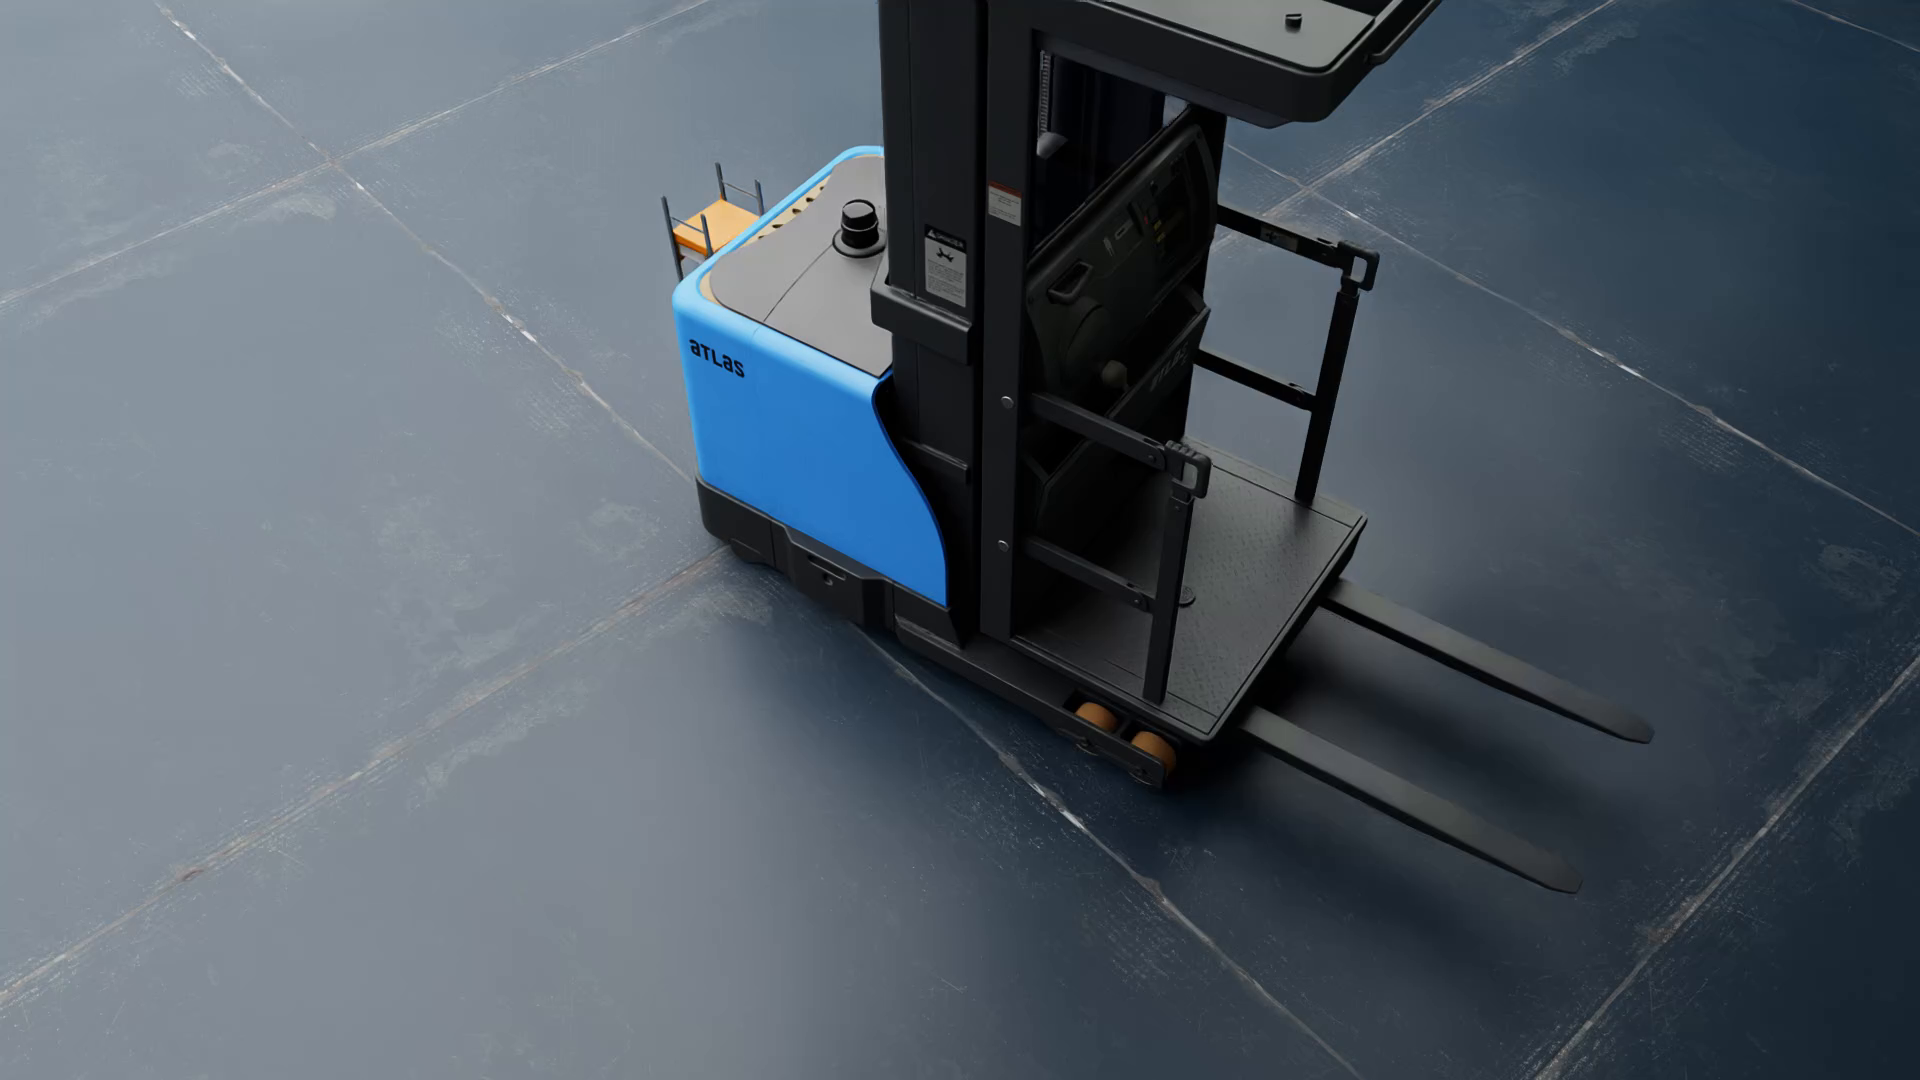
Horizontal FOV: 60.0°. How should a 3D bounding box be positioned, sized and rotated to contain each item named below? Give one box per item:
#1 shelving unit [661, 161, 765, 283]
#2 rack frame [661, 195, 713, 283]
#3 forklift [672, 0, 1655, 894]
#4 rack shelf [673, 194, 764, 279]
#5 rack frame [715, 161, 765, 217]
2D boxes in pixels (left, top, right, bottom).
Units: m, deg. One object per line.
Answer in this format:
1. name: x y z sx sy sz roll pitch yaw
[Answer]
1. shelving unit: -0.776 -0.761 5.728 0.215 1.050 0.252 28 53 29
2. rack frame: -0.853 -0.692 5.664 0.200 1.050 0.008 28 53 29
3. forklift: 0.620 -0.700 4.401 3.031 2.935 1.130 26 53 22
4. rack shelf: -0.791 -0.955 5.536 0.215 0.259 0.240 28 53 29
5. rack frame: -0.698 -0.830 5.792 0.200 1.050 0.008 28 53 29
